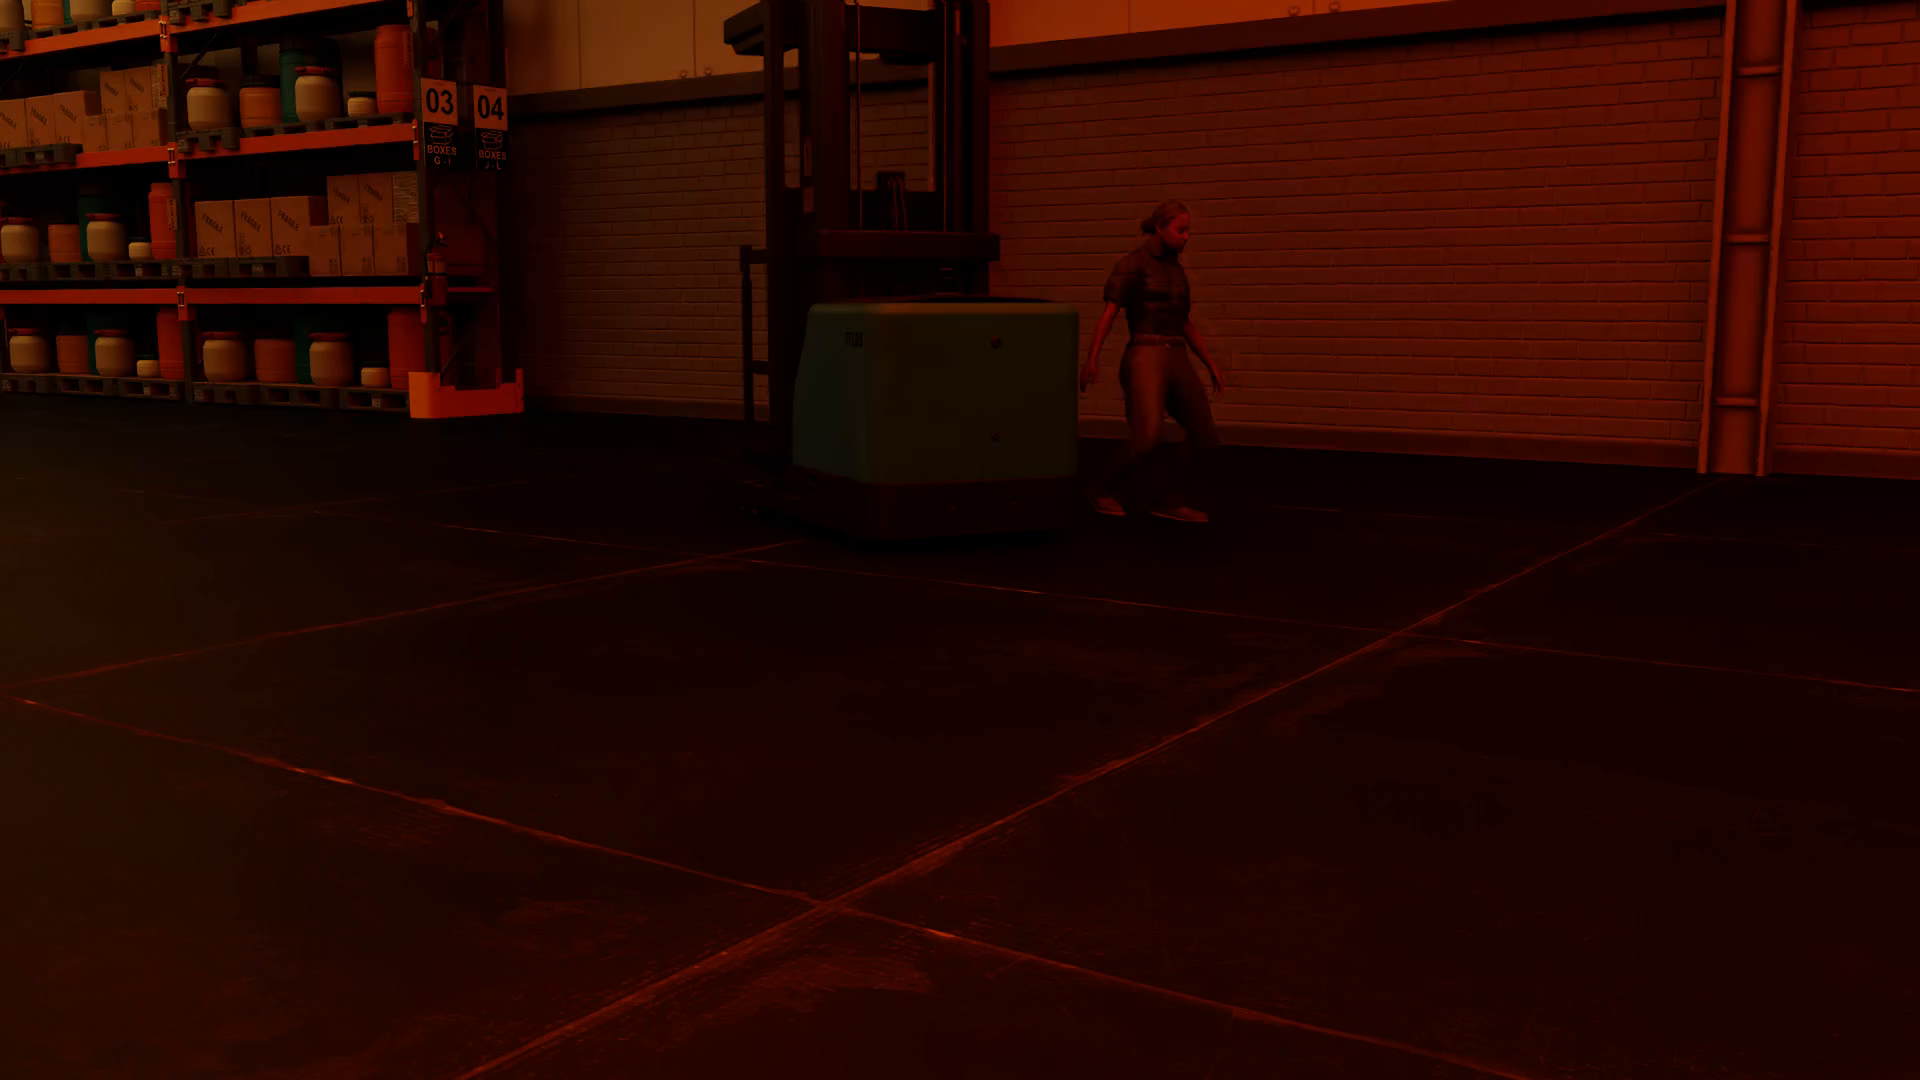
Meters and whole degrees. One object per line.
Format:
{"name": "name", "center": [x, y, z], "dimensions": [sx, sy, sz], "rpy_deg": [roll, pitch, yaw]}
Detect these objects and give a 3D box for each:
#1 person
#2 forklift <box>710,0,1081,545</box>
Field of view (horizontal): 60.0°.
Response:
{"name": "person", "center": [0.935, -0.831, 7.965], "dimensions": [0.823, 1.575, 0.470], "rpy_deg": [-6, 10, -39]}
{"name": "forklift", "center": [-0.532, -1.598, 8.433], "dimensions": [1.130, 2.935, 3.031], "rpy_deg": [-4, 9, -25]}
